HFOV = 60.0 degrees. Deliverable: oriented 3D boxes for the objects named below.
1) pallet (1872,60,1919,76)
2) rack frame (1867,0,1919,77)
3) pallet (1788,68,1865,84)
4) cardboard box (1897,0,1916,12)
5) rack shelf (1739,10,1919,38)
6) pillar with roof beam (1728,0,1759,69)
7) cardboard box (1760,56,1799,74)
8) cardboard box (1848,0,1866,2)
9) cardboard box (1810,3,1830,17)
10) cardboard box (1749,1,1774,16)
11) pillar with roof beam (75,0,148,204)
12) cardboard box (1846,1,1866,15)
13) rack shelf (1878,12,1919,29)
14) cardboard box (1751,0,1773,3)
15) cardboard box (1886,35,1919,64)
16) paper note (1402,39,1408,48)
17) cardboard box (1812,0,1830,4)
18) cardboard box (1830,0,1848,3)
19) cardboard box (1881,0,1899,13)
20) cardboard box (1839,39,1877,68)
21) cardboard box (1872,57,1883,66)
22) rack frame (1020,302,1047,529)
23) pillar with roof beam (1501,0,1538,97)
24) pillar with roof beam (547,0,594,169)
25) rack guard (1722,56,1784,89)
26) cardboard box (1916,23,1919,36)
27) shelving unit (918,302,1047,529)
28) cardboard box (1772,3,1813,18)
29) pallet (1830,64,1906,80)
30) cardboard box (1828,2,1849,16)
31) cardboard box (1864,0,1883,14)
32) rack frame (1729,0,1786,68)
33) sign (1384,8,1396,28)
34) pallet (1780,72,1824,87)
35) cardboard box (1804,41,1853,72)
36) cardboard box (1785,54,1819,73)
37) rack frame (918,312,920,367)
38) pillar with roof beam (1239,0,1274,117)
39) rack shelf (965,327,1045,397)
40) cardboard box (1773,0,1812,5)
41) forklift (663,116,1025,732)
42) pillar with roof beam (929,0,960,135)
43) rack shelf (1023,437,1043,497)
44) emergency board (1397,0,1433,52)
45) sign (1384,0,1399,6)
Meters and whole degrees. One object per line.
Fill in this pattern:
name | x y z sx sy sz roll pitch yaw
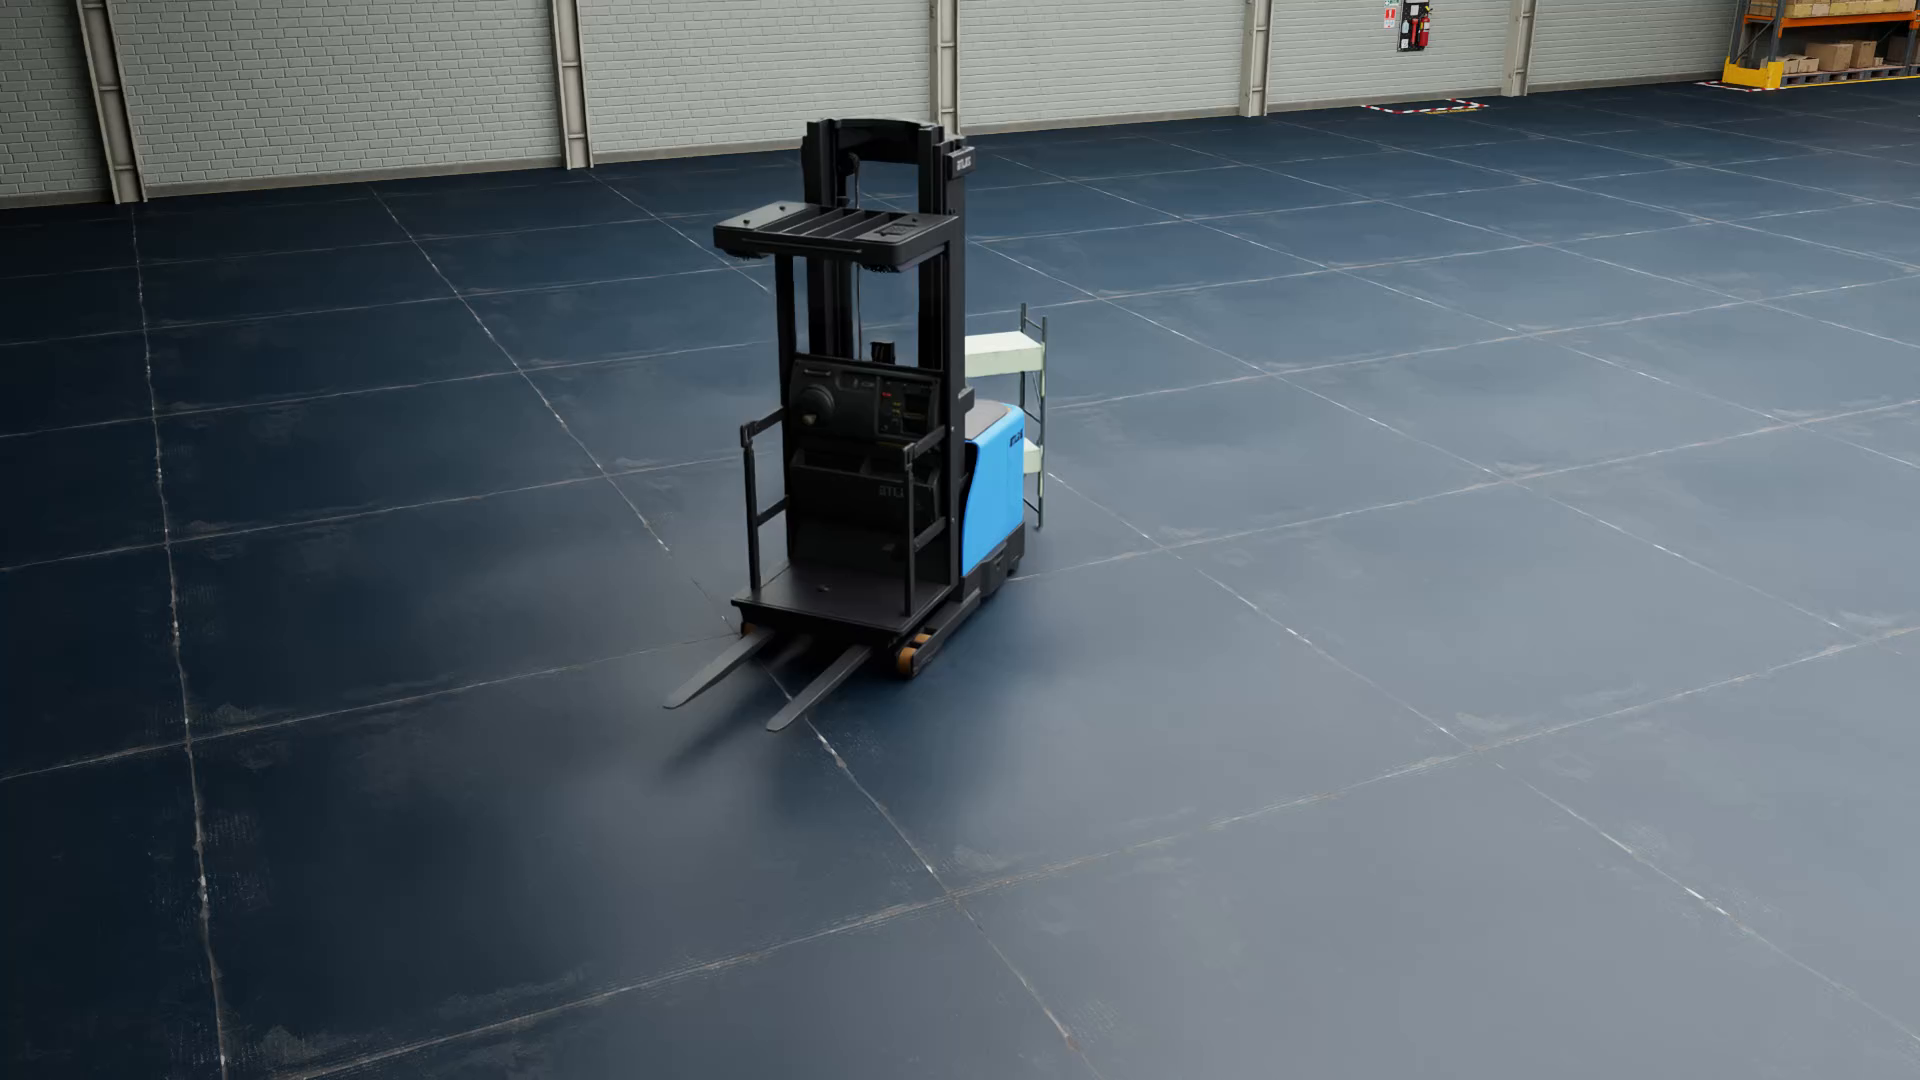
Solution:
pallet | 20.028 -9.975 35.071 1.213 0.211 1.003 -10 25 -24
rack frame | 19.327 -11.134 34.225 0.127 3.000 1.000 -10 25 -24
pallet | 17.637 -9.518 33.967 1.213 0.211 1.003 -10 25 -24
cardboard box | 19.032 -10.891 33.808 0.500 0.250 0.500 -10 25 -23
rack shelf | 17.525 -10.470 33.561 4.000 0.370 1.077 -10 25 -24
pillar with roof beam | 17.846 -12.173 28.891 0.400 9.000 9.100 -10 25 -24
cardboard box | 16.386 -9.515 33.254 0.500 0.311 0.500 -14 26 -30
cardboard box | 17.662 -10.984 33.053 0.500 0.500 0.500 -10 24 -22
cardboard box | 16.762 -10.473 32.798 0.500 0.250 0.500 -11 25 -25
cardboard box | 16.060 -10.554 32.996 0.500 0.250 0.500 -10 25 -23
pillar with roof beam | -9.186 -7.196 16.869 0.400 9.000 9.100 -10 25 -24
cardboard box | 17.680 -10.638 33.198 0.500 0.250 0.500 -10 25 -23
rack shelf | 21.130 -11.133 35.164 4.000 0.370 1.077 -10 25 -24
cardboard box | 16.056 -10.908 32.869 0.500 0.500 0.500 -11 25 -24
cardboard box | 19.984 -10.310 34.928 0.500 0.500 0.700 -10 24 -22
paper note | 8.140 -9.080 30.415 0.142 0.148 0.016 -10 25 -24
cardboard box | 16.733 -10.811 32.634 0.500 0.500 0.500 -10 25 -23
cardboard box | 17.202 -10.894 32.836 0.500 0.500 0.500 -11 25 -25
cardboard box | 18.580 -10.811 33.615 0.500 0.250 0.500 -10 25 -23
cardboard box | 18.410 -9.996 34.170 0.500 0.500 0.500 -12 26 -28
cardboard box | 18.858 -9.929 34.443 0.250 0.166 0.380 -14 26 -30
rack frame | 0.492 -0.840 11.317 0.023 1.500 0.400 -8 24 -19
pillar with roof beam | 12.440 -11.177 26.487 0.400 9.000 9.100 -10 25 -24
pillar with roof beam | -3.779 -8.192 19.274 0.400 9.000 9.100 -10 25 -24
rack guard | 15.792 -9.328 33.131 0.348 0.500 1.175 -10 25 -24
cardboard box | 20.379 -10.731 34.964 0.500 0.250 0.500 -11 25 -25
shelving unit | 0.148 -0.791 11.200 0.755 1.500 0.431 -8 24 -19
cardboard box | 16.301 -10.382 32.578 0.500 0.250 0.500 -11 25 -25
pallet | 18.738 -9.722 34.460 1.213 0.211 1.003 -10 25 -24
cardboard box | 17.224 -10.555 32.997 0.500 0.250 0.500 -11 25 -24
cardboard box | 18.133 -10.722 33.400 0.500 0.250 0.500 -11 25 -24
rack frame | 15.723 -10.470 32.622 0.127 3.000 1.000 -10 25 -24
sign | 7.786 -9.453 30.117 0.234 0.329 0.001 -10 25 -24
pallet | 16.539 -9.317 33.482 1.213 0.211 1.003 -10 25 -24
cardboard box | 17.582 -9.801 33.699 0.500 0.500 0.700 -12 25 -27
cardboard box | 16.899 -9.609 33.483 0.500 0.311 0.500 -8 24 -19
rack frame | -0.195 -0.742 11.082 0.023 1.500 0.400 -8 24 -19
pillar with roof beam | 7.033 -10.182 24.082 0.400 9.000 9.100 -10 25 -24
rack shelf | 0.148 -1.152 11.051 0.720 0.370 0.431 -8 24 -19
cardboard box | 16.284 -10.732 32.445 0.500 0.500 0.500 -10 25 -24
forklift | -0.629 -0.769 9.274 1.130 2.935 3.031 9 24 22
pillar with roof beam | 1.627 -9.187 21.678 0.400 9.000 9.100 -10 25 -24
rack shelf | 0.148 -0.490 11.324 0.720 0.370 0.431 -8 24 -19
emergency board | 8.329 -9.492 30.260 0.643 1.169 0.194 -10 25 -24
sign | 7.794 -9.695 30.010 0.331 0.109 0.001 -10 25 -24
